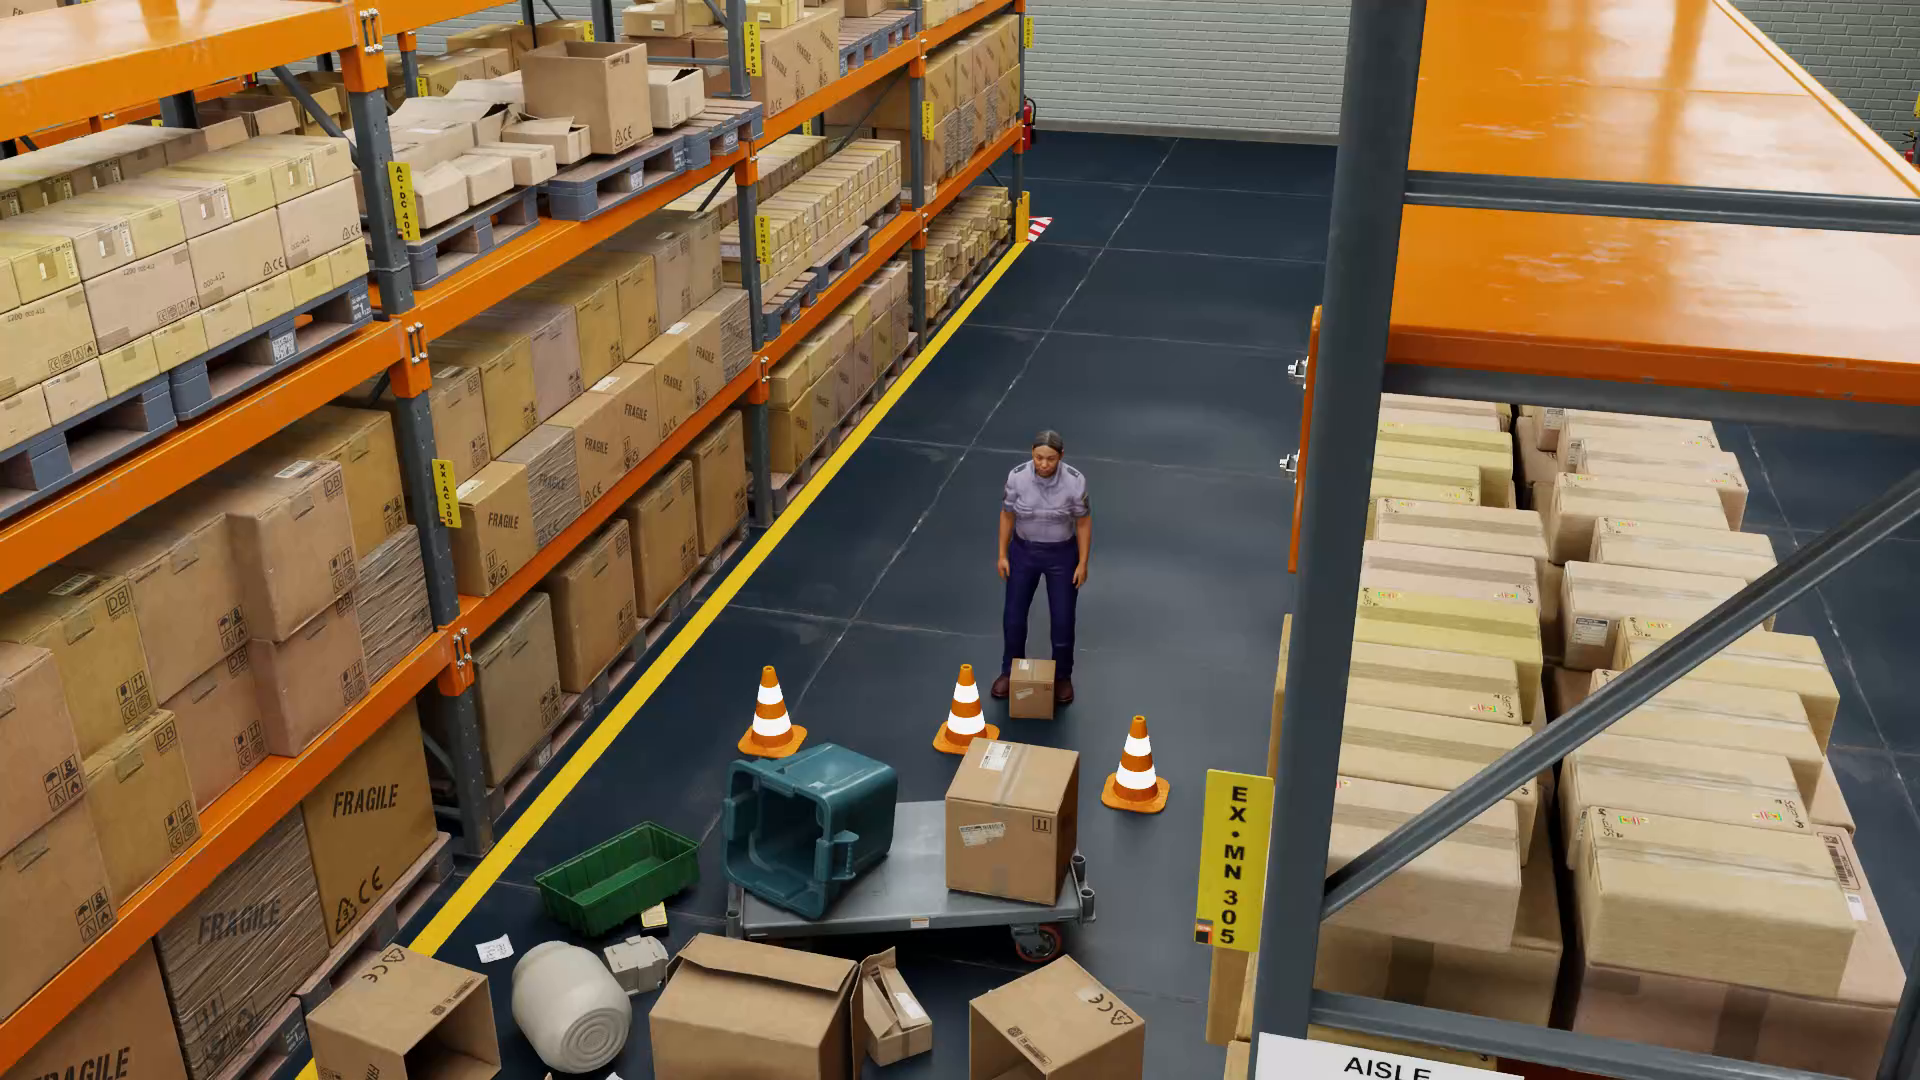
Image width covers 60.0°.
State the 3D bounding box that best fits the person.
[{"bbox_3d":[0.468,0.128,9.452,0.538,1.638,0.371,5,26,10],"label":"person"}]
